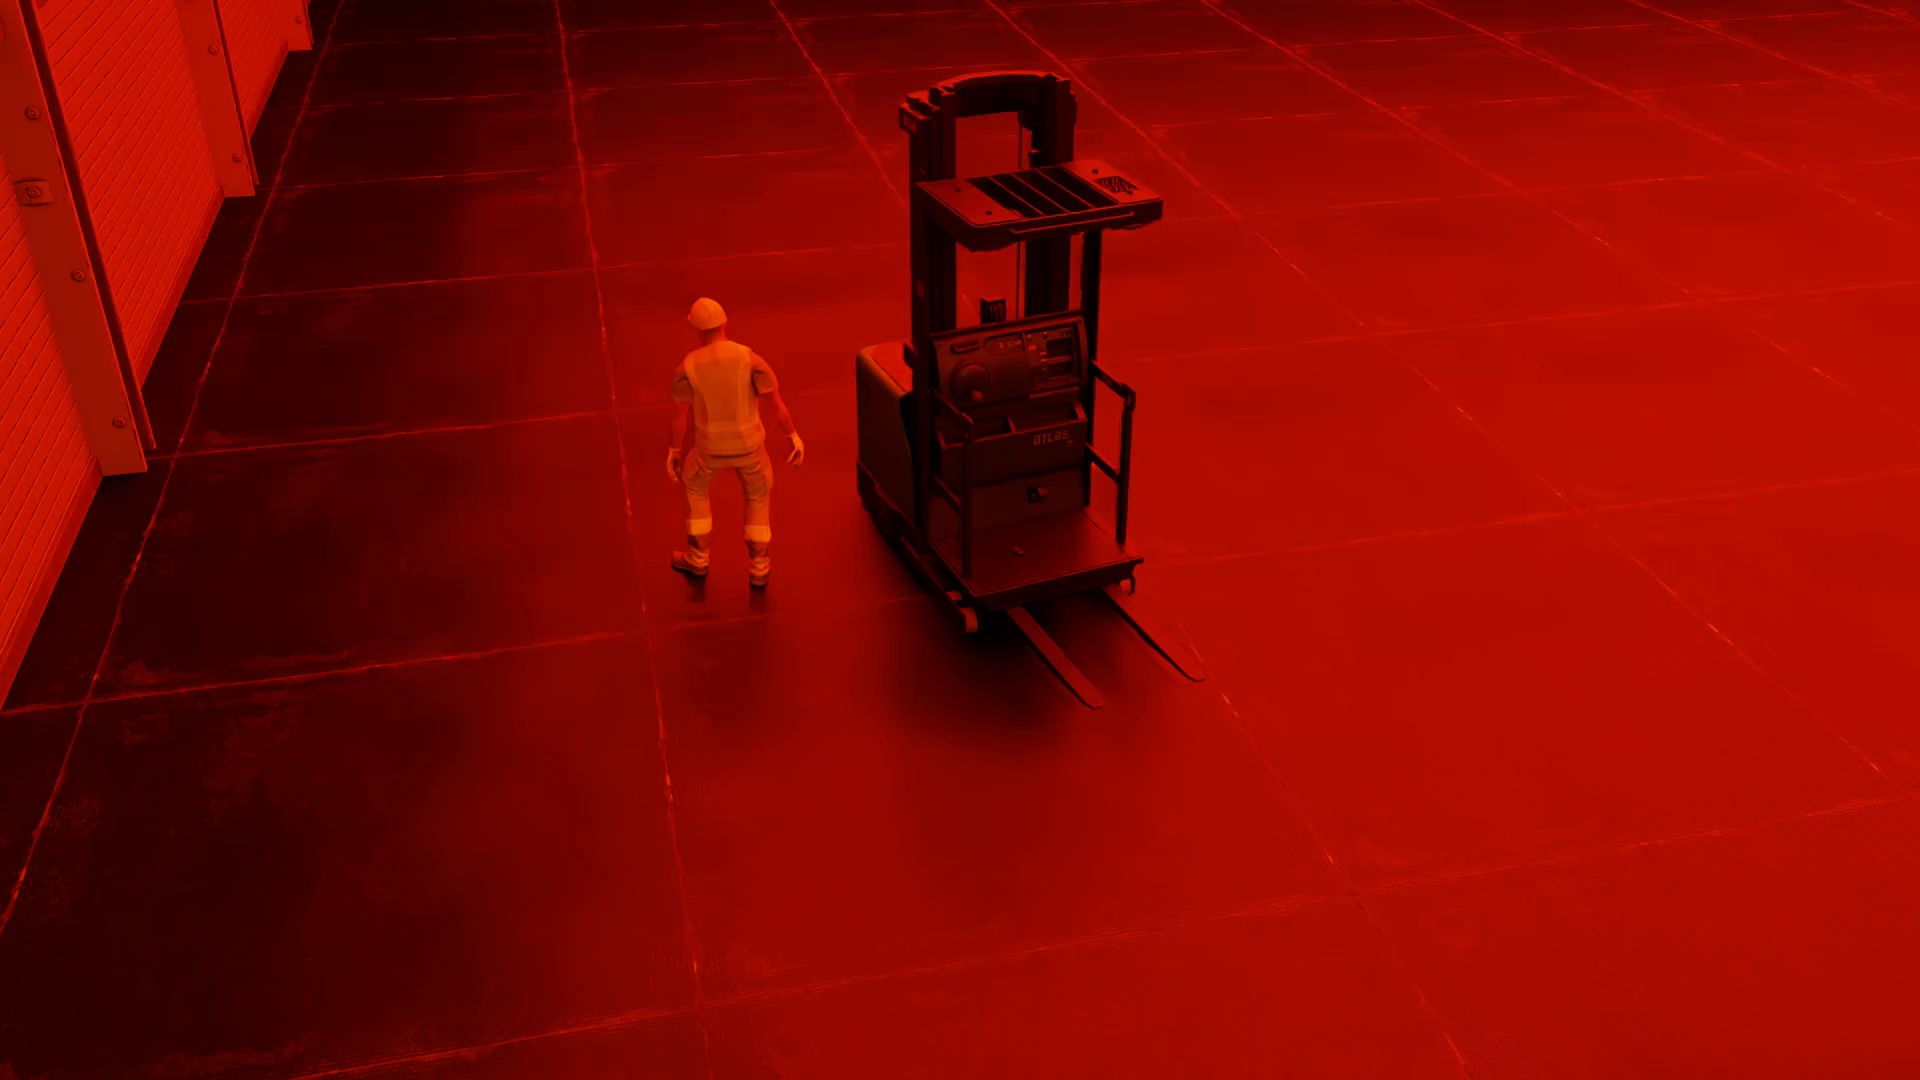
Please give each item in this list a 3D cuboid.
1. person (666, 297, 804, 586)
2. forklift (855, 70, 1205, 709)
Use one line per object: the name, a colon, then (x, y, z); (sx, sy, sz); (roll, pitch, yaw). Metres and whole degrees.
person: (-1.349, -0.568, 9.774); (0.869, 1.750, 0.459); (-1, 30, -1)
forklift: (0.382, -0.970, 9.249); (1.130, 2.935, 3.031); (-12, 32, -20)
